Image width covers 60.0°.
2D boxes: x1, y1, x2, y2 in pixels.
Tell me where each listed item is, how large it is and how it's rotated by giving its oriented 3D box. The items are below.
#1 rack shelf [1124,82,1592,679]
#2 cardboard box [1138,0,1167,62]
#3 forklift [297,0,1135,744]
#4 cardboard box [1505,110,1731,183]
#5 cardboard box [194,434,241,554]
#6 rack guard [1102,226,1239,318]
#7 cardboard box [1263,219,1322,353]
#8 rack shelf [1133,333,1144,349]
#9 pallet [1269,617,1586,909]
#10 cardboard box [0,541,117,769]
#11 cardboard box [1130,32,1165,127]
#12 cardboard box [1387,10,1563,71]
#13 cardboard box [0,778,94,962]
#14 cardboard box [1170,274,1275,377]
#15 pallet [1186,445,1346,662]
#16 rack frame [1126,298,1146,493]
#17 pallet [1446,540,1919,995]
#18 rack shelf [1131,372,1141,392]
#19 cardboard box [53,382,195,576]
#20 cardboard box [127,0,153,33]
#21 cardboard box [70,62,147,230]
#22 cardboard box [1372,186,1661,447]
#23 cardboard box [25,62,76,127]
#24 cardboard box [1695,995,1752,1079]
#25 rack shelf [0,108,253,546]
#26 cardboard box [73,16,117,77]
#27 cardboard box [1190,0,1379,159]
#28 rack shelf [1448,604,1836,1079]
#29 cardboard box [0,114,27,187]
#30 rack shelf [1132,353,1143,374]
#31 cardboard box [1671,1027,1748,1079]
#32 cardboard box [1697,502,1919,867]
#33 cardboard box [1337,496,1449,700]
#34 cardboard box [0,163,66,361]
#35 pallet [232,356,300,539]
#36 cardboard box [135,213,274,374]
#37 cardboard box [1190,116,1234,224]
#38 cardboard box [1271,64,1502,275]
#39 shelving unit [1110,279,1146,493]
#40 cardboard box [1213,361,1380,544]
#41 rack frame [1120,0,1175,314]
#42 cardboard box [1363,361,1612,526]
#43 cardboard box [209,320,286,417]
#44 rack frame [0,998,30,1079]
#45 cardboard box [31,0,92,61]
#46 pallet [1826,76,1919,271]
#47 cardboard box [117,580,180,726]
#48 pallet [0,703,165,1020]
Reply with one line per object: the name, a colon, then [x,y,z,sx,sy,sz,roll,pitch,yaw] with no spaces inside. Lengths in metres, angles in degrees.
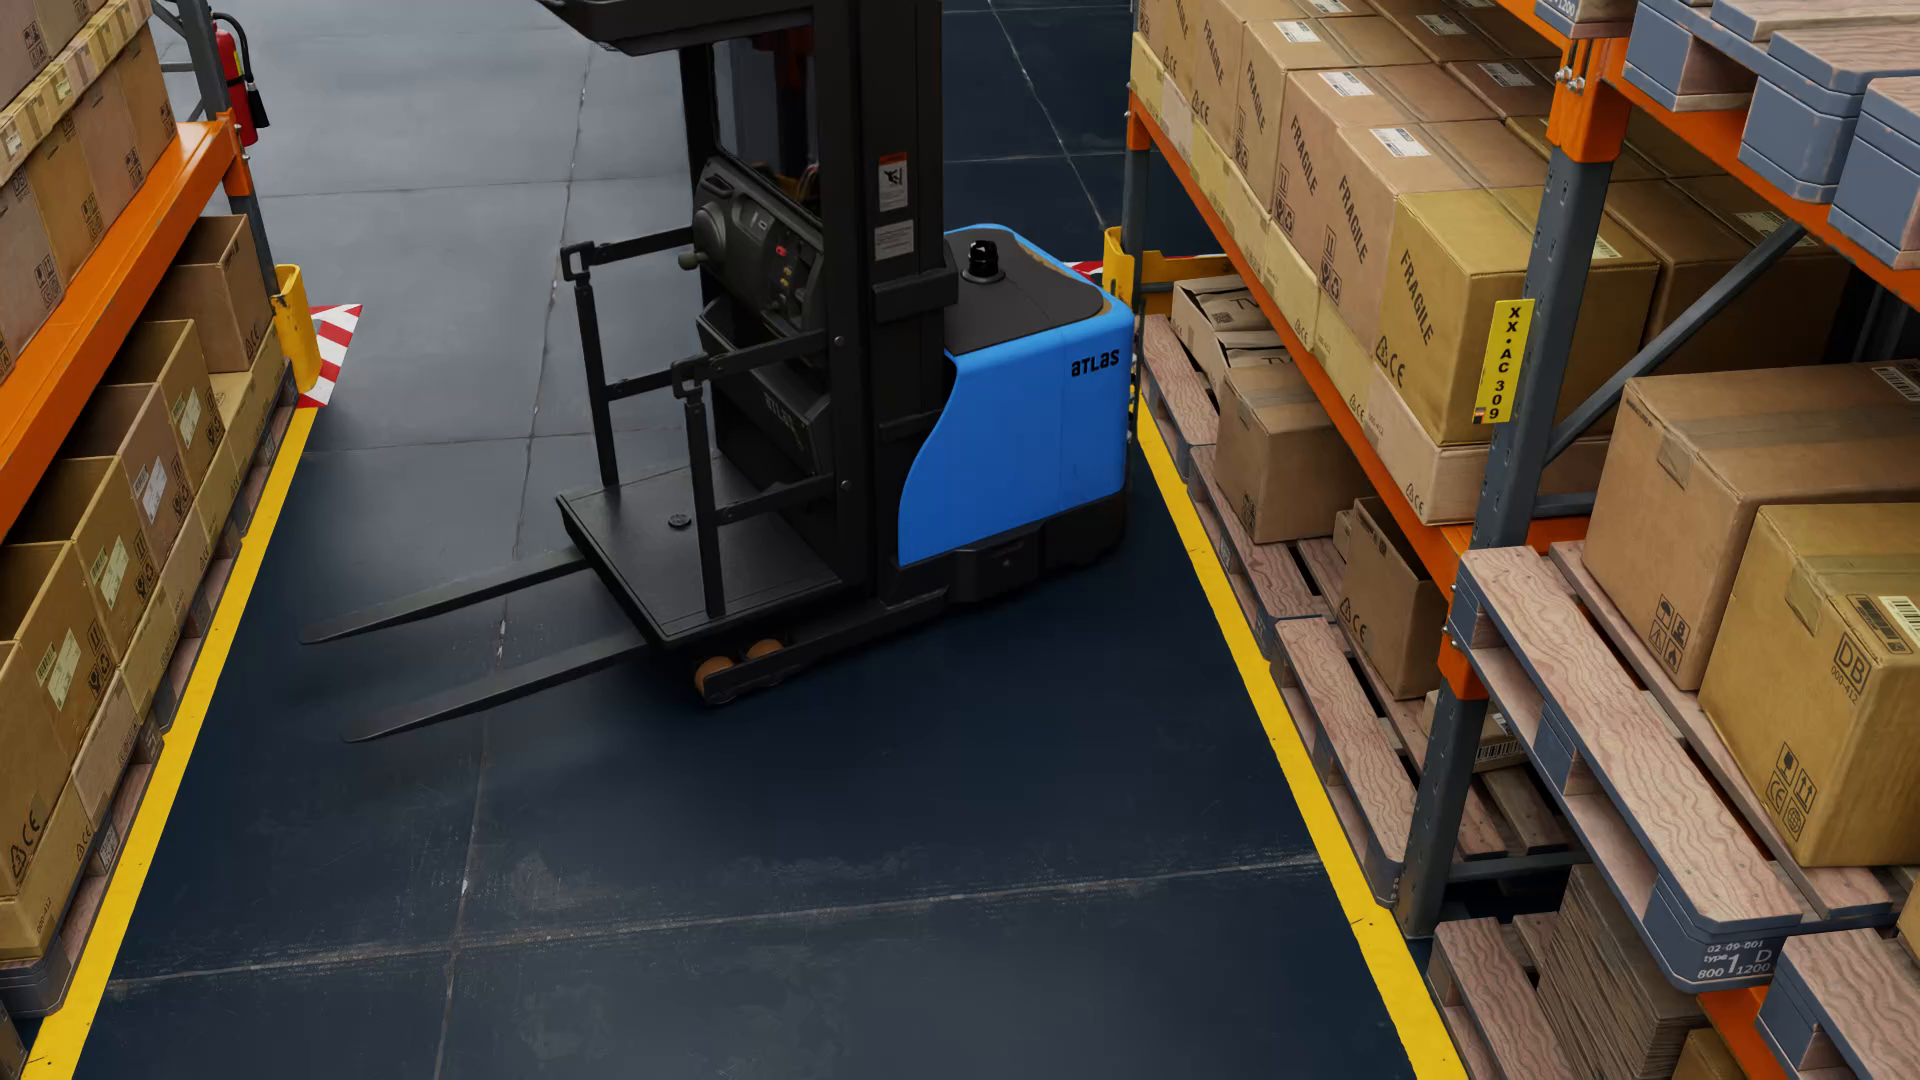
rack shelf: [1.555,-0.926,6.084,1.077,0.370,4.000,-4,35,-6]
cardboard box: [1.052,-2.306,6.920,0.500,0.500,0.500,-4,35,-6]
forklift: [-0.869,-0.970,5.571,3.031,2.935,1.130,-19,39,-25]
cardboard box: [1.902,-0.930,4.901,0.500,0.500,0.500,-5,35,-7]
cardboard box: [-3.109,-0.165,6.398,0.500,0.250,0.500,-4,35,-6]
rack guard: [1.296,-1.264,8.160,1.175,0.500,0.348,-4,35,-6]
cardboard box: [1.318,-0.853,5.453,0.500,0.250,0.500,-5,35,-7]
rack shelf: [0.576,-0.792,6.693,0.258,0.077,0.200,-19,38,-25]
pallet: [1.698,0.673,5.575,1.003,0.211,1.213,-4,35,-6]
cardboard box: [-2.911,0.362,4.958,0.500,0.500,0.500,-4,35,-6]
cardboard box: [1.037,-1.989,7.120,0.500,0.250,0.500,-5,35,-8]
cardboard box: [1.759,-1.497,5.733,0.500,0.500,0.500,-4,34,-6]
cardboard box: [-2.846,0.951,4.759,0.500,0.250,0.500,-4,35,-6]
cardboard box: [1.290,-1.017,7.575,0.500,0.311,0.500,-8,35,-12]
pallet: [1.531,-0.009,6.576,1.003,0.211,1.213,-4,35,-6]
rack frame: [0.628,-0.548,6.754,0.240,0.900,0.006,-19,38,-25]
pallet: [1.782,0.410,3.655,1.003,0.211,1.213,-4,35,-6]
rack shelf: [0.576,-0.643,6.794,0.258,0.077,0.200,-19,38,-25]
cardboard box: [-3.040,-0.196,5.777,0.500,0.500,0.500,-4,35,-6]
cardboard box: [-3.382,-2.072,6.463,0.380,0.149,0.250,-5,35,-7]
cardboard box: [-3.497,-1.449,6.124,0.700,0.500,0.500,-4,34,-5]
cardboard box: [1.454,-0.603,4.421,0.500,0.500,0.500,-4,35,-6]
cardboard box: [-3.244,-1.497,5.618,0.380,0.149,0.250,-3,34,-5]
cardboard box: [2.002,1.089,3.651,0.500,0.250,0.500,-5,35,-7]
rack shelf: [-3.353,-0.548,5.530,1.077,0.370,4.000,-4,35,-6]
cardboard box: [-3.311,-1.784,6.039,0.380,0.149,0.250,-5,35,-7]
cardboard box: [1.172,-1.741,6.090,0.500,0.500,0.500,-5,35,-8]
rack shelf: [2.093,1.306,2.808,1.077,0.370,4.000,-4,35,-6]
cardboard box: [-3.171,-1.207,5.193,0.380,0.149,0.250,-5,35,-7]
rack shelf: [0.576,-0.718,6.743,0.258,0.077,0.200,-19,38,-25]
cardboard box: [2.059,1.438,3.805,0.700,0.500,0.500,-5,35,-7]
cardboard box: [1.927,0.269,3.212,0.700,0.500,0.500,-1,34,-1]
cardboard box: [1.645,0.168,5.669,0.500,0.500,0.500,-7,35,-10]
cardboard box: [-3.361,-0.878,5.286,0.700,0.500,0.500,-3,34,-5]
pallet: [-3.478,-0.386,7.129,1.003,0.211,1.213,-4,35,-6]
cardboard box: [-3.255,-1.032,7.004,0.500,0.500,0.500,-4,35,-6]
cardboard box: [1.183,-1.416,6.279,0.500,0.250,0.500,-5,35,-7]
cardboard box: [1.324,-1.163,5.243,0.500,0.500,0.500,-5,35,-8]
shelving unit: [0.575,-0.597,6.826,0.258,0.900,0.210,-19,38,-25]
cardboard box: [1.416,-0.364,6.449,0.700,0.500,0.500,-6,35,-9]
rack frame: [1.286,-2.339,7.519,1.000,3.000,0.127,-4,35,-6]
cardboard box: [1.460,-0.295,4.634,0.500,0.250,0.500,-4,35,-6]
cardboard box: [-3.257,-0.722,7.215,0.500,0.250,0.500,-4,35,-6]
rack frame: [-3.084,0.270,3.690,1.000,3.000,0.127,-4,35,-6]
cardboard box: [-3.489,-1.955,5.715,0.700,0.500,0.500,-5,35,-8]
pallet: [1.944,-0.338,2.085,1.213,0.211,1.003,-4,35,-6]
cardboard box: [-2.971,0.393,5.579,0.500,0.250,0.500,-4,35,-6]
pallet: [-3.150,0.976,5.131,1.003,0.211,1.213,-4,35,-6]
